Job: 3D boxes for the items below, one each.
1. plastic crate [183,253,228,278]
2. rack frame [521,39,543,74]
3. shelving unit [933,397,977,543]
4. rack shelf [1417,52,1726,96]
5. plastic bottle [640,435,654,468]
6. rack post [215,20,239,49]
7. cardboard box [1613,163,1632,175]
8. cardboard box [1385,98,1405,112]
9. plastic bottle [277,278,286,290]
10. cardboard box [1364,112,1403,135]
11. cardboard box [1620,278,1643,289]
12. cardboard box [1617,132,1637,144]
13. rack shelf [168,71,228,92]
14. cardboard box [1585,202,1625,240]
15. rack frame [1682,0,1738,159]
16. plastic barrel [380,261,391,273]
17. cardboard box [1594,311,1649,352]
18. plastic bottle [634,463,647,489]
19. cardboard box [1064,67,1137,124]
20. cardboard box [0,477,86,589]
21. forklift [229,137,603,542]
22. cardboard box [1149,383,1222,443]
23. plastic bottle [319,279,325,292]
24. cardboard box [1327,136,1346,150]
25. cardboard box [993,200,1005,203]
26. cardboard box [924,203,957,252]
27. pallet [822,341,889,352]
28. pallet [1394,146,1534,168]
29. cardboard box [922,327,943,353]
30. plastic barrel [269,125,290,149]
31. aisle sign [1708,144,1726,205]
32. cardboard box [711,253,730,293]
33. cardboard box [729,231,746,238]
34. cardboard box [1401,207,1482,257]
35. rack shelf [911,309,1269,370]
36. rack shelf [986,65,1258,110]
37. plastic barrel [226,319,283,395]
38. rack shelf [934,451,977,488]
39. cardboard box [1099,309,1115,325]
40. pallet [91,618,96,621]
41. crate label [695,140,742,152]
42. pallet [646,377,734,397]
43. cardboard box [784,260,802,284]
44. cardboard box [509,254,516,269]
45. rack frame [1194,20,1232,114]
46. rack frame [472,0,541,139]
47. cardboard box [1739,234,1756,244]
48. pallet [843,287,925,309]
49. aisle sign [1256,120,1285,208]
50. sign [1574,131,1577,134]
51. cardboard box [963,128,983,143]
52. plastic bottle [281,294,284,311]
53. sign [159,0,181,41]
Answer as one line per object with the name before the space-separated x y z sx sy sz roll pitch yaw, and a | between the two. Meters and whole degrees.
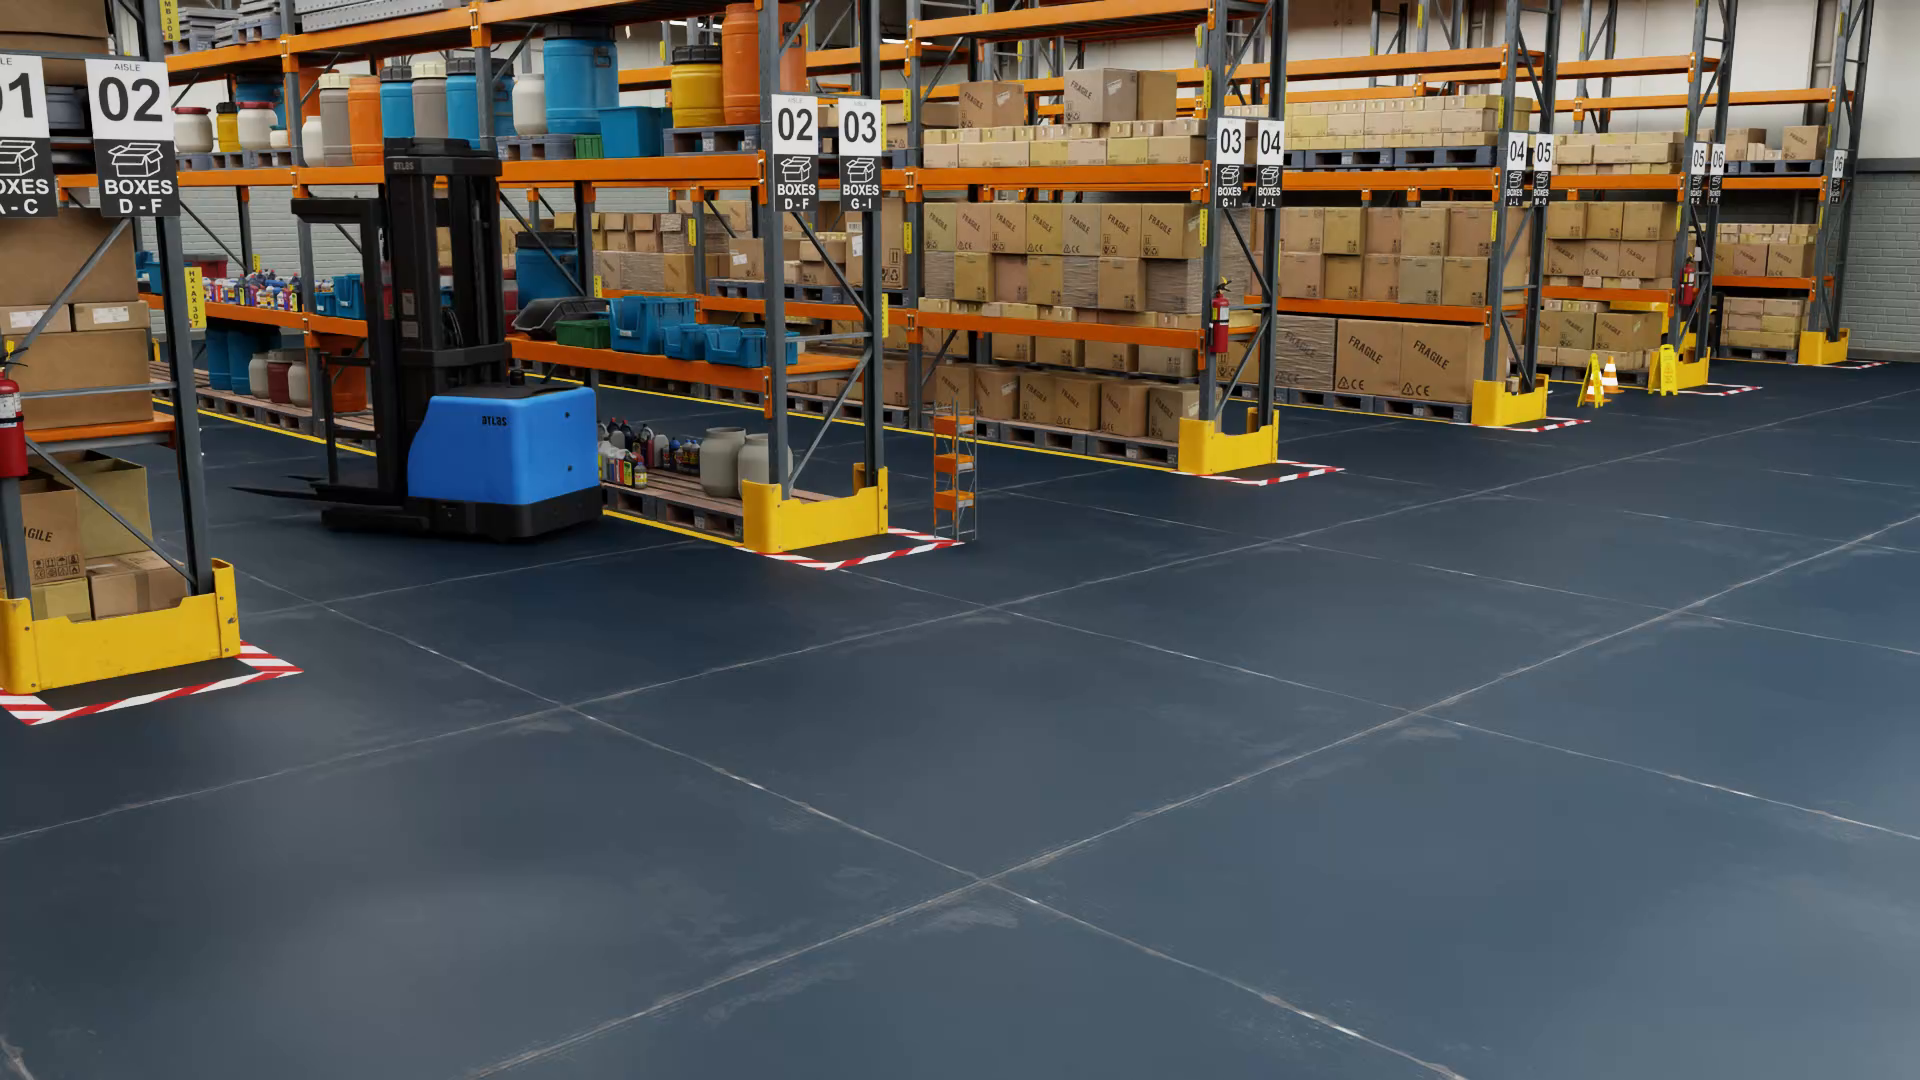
plastic crate | -9.701 -3.445 21.392 0.402 0.464 0.583 -11 16 -43
rack frame | -5.684 -6.848 23.348 1.000 3.000 0.127 -11 16 -43
shelving unit | -0.037 -0.522 12.344 0.215 1.050 0.252 -11 16 -43
rack shelf | 8.390 -6.415 23.040 1.077 0.370 4.000 -11 16 -43
plastic bottle | -2.700 -0.769 14.349 0.061 0.283 0.133 -11 16 -43
rack post | -7.776 -5.635 18.700 0.937 0.300 0.954 -9 15 -37
cardboard box | 8.967 -4.973 22.307 0.380 0.149 0.250 -10 15 -41
cardboard box | 5.082 -4.976 19.054 0.380 0.149 0.250 -11 16 -42
plastic bottle | -7.984 -2.943 19.582 0.097 0.271 0.097 0 12 0
cardboard box | 5.029 -4.809 19.234 0.500 0.250 0.500 -11 16 -43
cardboard box | 9.103 -3.462 22.405 0.380 0.149 0.250 -11 16 -43
cardboard box | 8.984 -5.362 22.214 0.380 0.149 0.250 -11 16 -43
rack shelf | -10.647 -5.901 21.527 1.077 0.370 4.000 -11 16 -43
cardboard box | 8.916 -4.342 22.592 0.700 0.500 0.500 -11 16 -42
rack frame | 9.771 -6.477 21.550 1.000 3.000 0.127 -11 16 -43
plastic barrel | -5.964 -2.676 17.632 0.600 0.536 0.708 -11 16 -43
cardboard box | 9.029 -2.846 22.706 0.500 0.500 0.500 -11 16 -42
plastic bottle | -2.564 -0.520 13.345 0.097 0.201 0.097 0 12 0
cardboard box | 1.350 -4.258 15.986 0.500 0.500 0.500 -11 16 -43
cardboard box | -5.150 -0.041 9.093 0.500 0.500 0.500 -11 16 -43
forklift | -4.360 -1.590 12.867 3.031 2.935 1.130 5 13 22
cardboard box | 2.184 -1.233 16.116 0.500 0.500 0.500 -7 14 -32
plastic bottle | -7.334 -2.861 19.156 0.061 0.283 0.133 -11 16 -43
cardboard box | 4.554 -4.697 19.674 0.380 0.149 0.250 -11 16 -42
cardboard box | 0.772 -6.239 30.926 0.380 0.149 0.250 -11 16 -42
cardboard box | -0.032 -3.325 17.654 0.500 0.500 0.500 -11 16 -43
pallet | -1.488 -3.107 26.967 1.003 0.211 1.213 -11 16 -43
pallet | 5.740 -4.367 18.960 1.003 0.211 1.213 -11 16 -43
cardboard box | -0.264 -3.119 25.272 0.500 0.500 0.500 -10 15 -40
plastic barrel | -7.350 -4.379 18.099 0.301 0.262 0.301 0 12 0
aisle sign | 10.038 -4.846 22.059 0.394 0.787 0.004 -11 16 -43
cardboard box | -3.060 -3.483 21.638 0.500 0.500 0.500 -10 15 -41
cardboard box | -3.605 -5.039 28.450 0.500 0.500 0.500 11 16 44
cardboard box | 5.586 -3.564 19.228 0.875 0.550 0.550 -11 16 -43
rack shelf | 1.222 -2.098 16.942 1.077 0.370 4.000 -11 16 -43
rack shelf | 2.117 -6.100 22.494 1.077 0.370 4.000 -11 16 -43
plastic barrel | -8.414 -2.212 19.874 0.600 0.901 0.708 -11 16 -43
rack shelf | -0.037 -0.512 12.346 0.215 0.259 0.240 -11 16 -43
cardboard box | 1.571 -2.195 16.253 0.380 0.149 0.250 -11 16 -43
pallet | -5.123 0.482 9.549 1.003 0.211 1.213 -11 16 -43
crate label | -2.033 -3.183 13.364 0.502 0.251 0.408 -11 16 -43
pallet | -3.411 -2.085 22.010 1.003 0.211 1.213 -11 16 -43
cardboard box | -1.930 -3.181 19.749 0.500 0.250 0.500 11 16 44
cardboard box | -6.179 -4.009 24.073 0.500 0.250 0.500 -11 16 -44
rack frame | 5.071 -8.921 33.410 1.000 3.000 0.127 -11 16 -43
rack frame | -3.741 -4.990 14.331 1.000 3.000 0.127 -11 16 -43
cardboard box | 12.420 -4.727 26.065 0.380 0.149 0.250 -11 16 -43
pallet | -0.582 -2.780 18.945 1.003 0.211 1.213 -11 16 -43
aisle sign | 2.863 -3.464 15.349 0.394 0.787 0.004 -11 16 -43
sign | 10.210 -6.614 27.588 0.100 0.325 0.005 -11 16 -43
cardboard box | 0.248 -4.170 17.170 0.380 0.149 0.250 -11 16 -42
plastic bottle | -7.317 -2.591 18.045 0.097 0.201 0.097 0 12 0
sign | -4.159 -2.791 8.727 0.100 0.325 0.005 -11 16 -43
